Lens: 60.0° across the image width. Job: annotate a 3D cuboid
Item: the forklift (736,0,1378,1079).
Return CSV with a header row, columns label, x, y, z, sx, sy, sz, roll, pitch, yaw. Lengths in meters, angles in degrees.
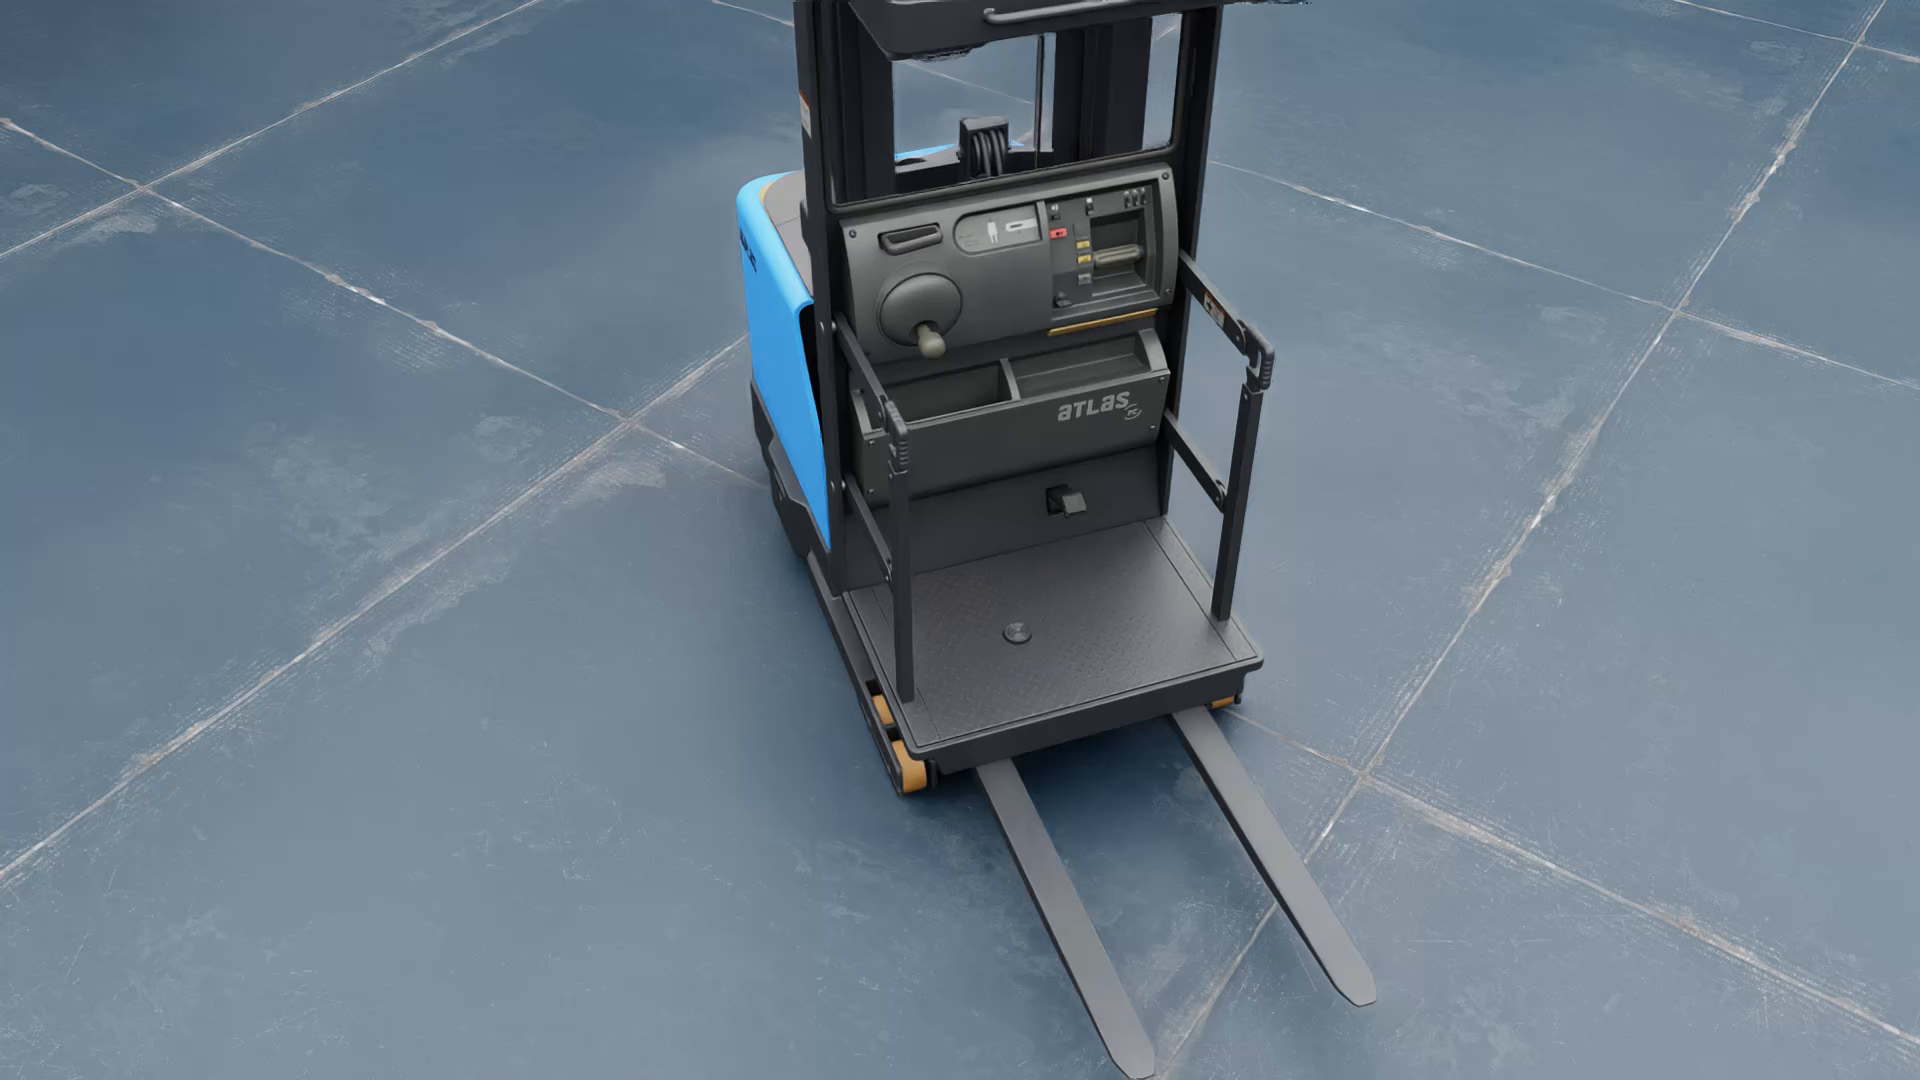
label,x,y,z,sx,sy,sz,roll,pitch,yaw
forklift,0.221,-0.658,4.288,1.130,2.935,3.031,-13,44,-14
